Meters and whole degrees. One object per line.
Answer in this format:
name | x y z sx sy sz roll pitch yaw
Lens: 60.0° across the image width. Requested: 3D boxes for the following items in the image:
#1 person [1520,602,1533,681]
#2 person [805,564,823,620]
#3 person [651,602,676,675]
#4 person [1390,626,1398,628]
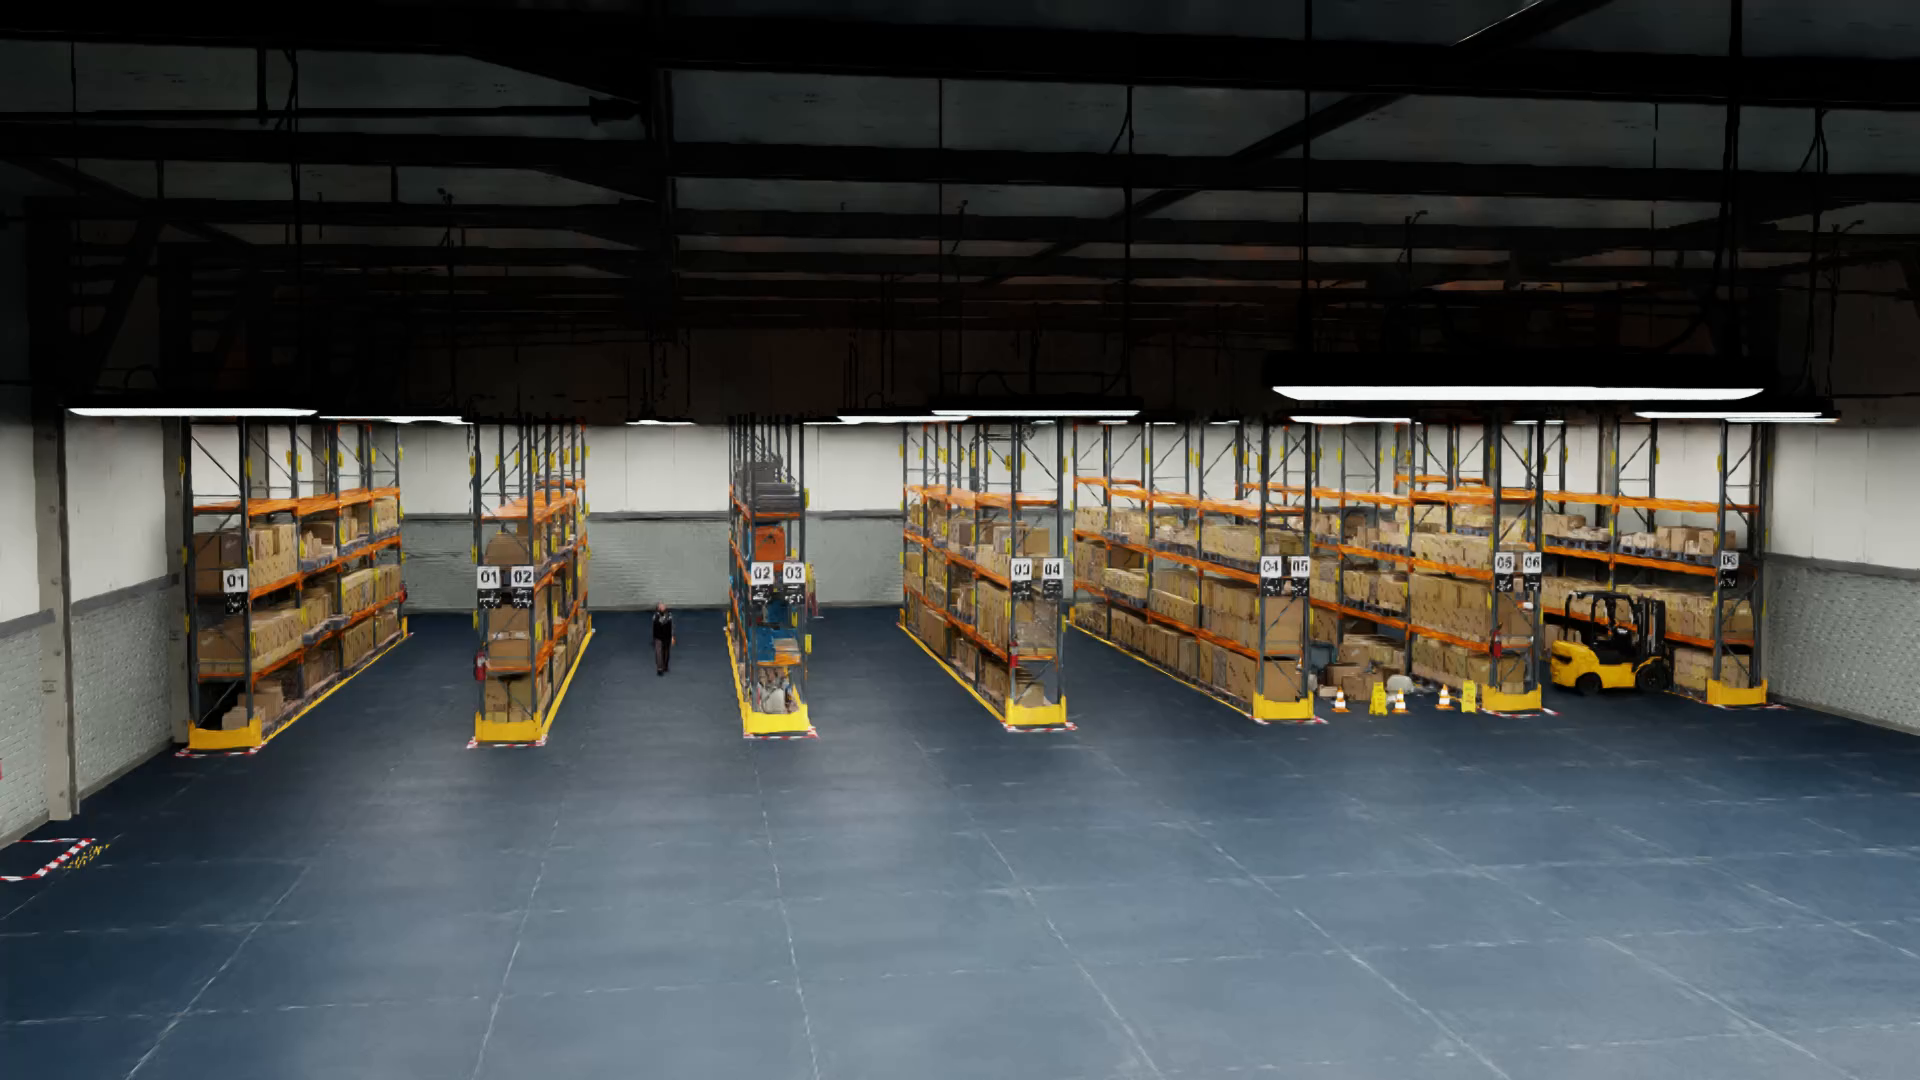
person | 12.753 2.275 37.509 0.494 1.775 0.578 1 4 20
person | -4.417 1.536 49.267 0.497 1.650 0.643 1 4 20
person | -6.870 2.268 38.545 0.553 1.673 1.030 -1 4 -10
person | 12.501 1.717 47.102 0.558 1.590 0.659 0 4 0
